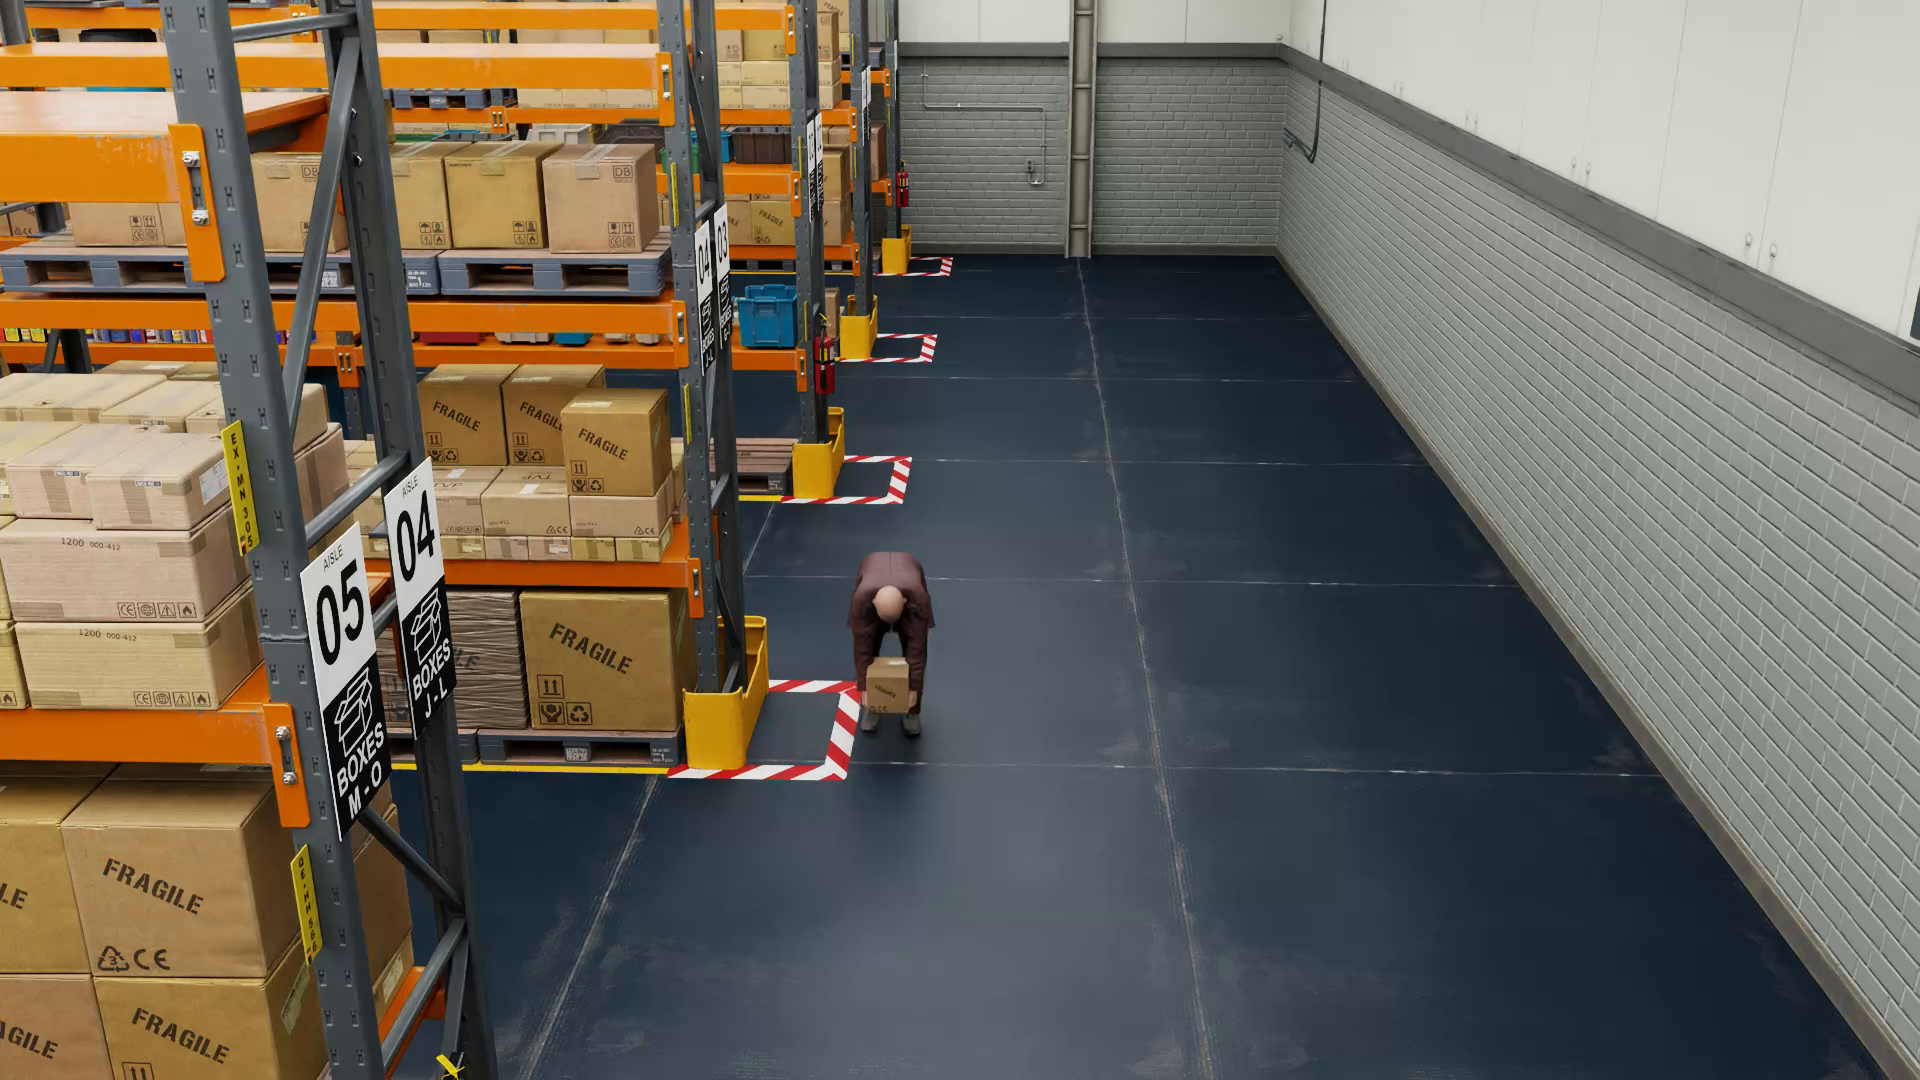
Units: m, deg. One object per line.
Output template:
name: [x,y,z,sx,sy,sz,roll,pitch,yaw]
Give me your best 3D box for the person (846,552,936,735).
person: [-0.429,0.688,10.151,0.558,1.155,0.945,0,20,0]
